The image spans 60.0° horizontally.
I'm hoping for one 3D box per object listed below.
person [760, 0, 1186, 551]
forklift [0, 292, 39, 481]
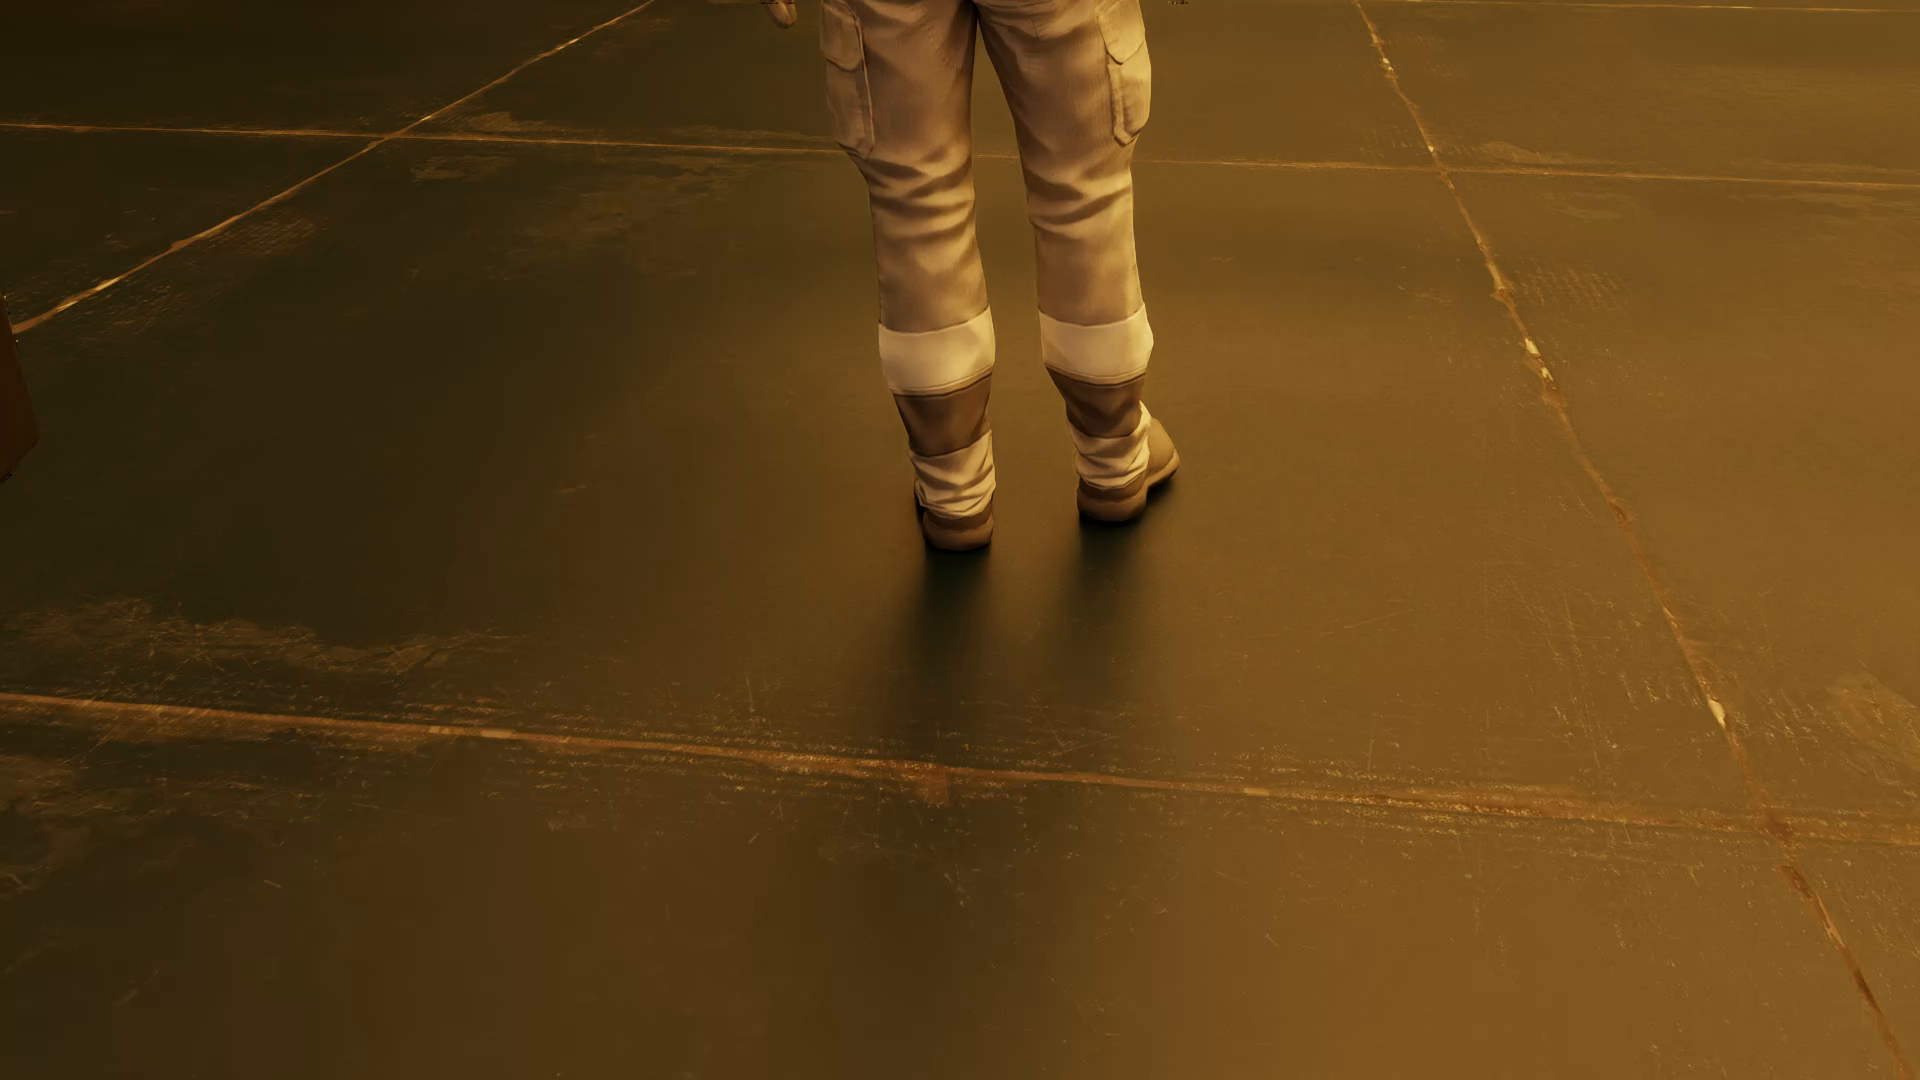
[{"bbox_3d":[0.021,-0.842,2.168,0.638,1.789,0.562,3,27,7],"label":"person"},{"bbox_3d":[-2.922,-1.132,1.486,3.031,2.935,1.130,-3,27,-6],"label":"forklift"}]
